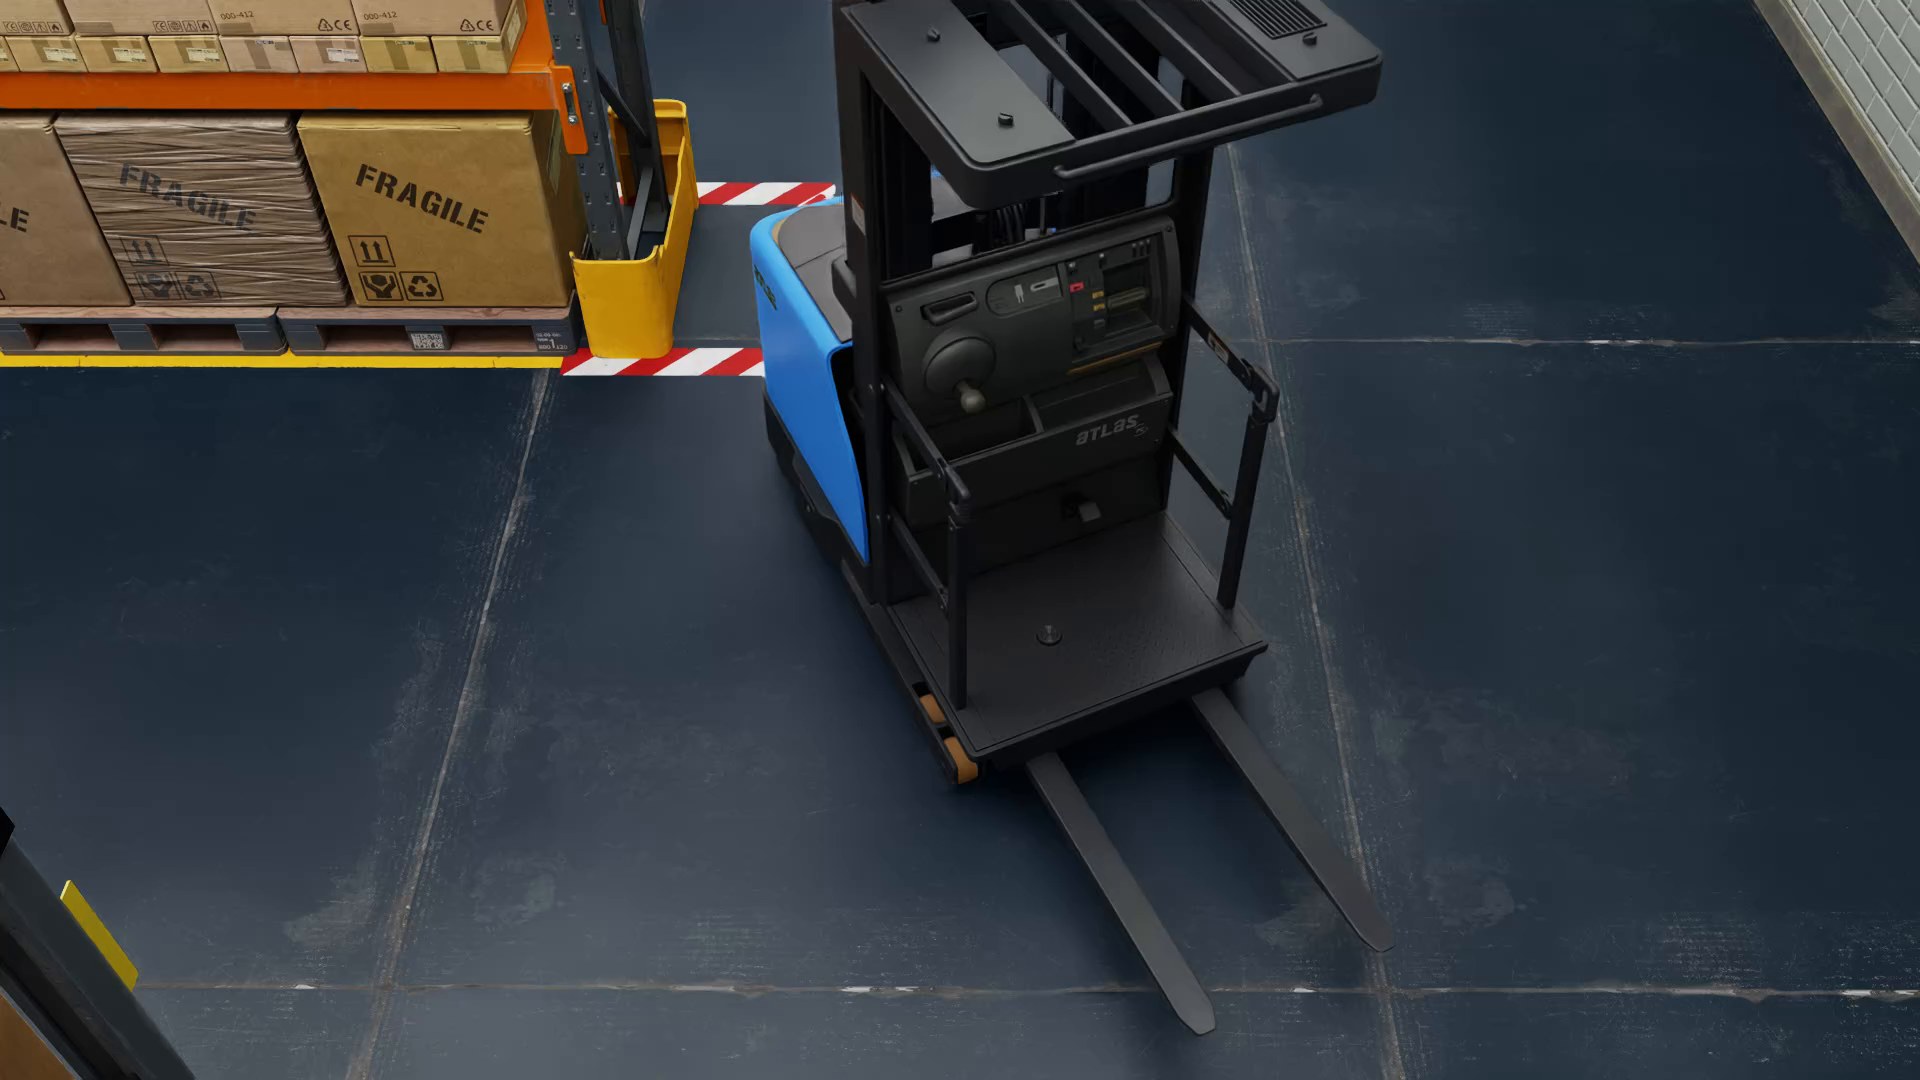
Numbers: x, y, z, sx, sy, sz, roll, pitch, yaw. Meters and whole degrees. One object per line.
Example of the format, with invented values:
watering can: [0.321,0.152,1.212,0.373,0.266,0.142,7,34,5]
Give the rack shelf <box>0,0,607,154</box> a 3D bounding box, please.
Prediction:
rack shelf: [-3.408,-1.970,6.526,4.000,0.370,1.077,0,47,0]

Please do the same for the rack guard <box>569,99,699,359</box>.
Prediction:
rack guard: [-1.384,-1.358,7.172,0.348,0.500,1.175,0,47,0]

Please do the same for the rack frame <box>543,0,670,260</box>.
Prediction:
rack frame: [-1.408,-2.210,6.257,0.127,3.000,1.000,0,47,0]

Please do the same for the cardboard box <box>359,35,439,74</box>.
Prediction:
cardboard box: [-2.025,-1.883,6.125,0.250,0.149,0.380,1,47,1]

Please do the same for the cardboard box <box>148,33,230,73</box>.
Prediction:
cardboard box: [-2.786,-1.886,6.128,0.250,0.149,0.380,-1,47,-1]

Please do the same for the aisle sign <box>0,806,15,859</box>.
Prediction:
aisle sign: [-1.453,0.316,2.131,0.004,0.787,0.394,0,47,0]

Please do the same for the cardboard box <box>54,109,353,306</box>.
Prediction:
cardboard box: [-2.958,-1.574,6.831,0.875,0.875,0.875,0,47,0]

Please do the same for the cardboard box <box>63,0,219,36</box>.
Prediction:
cardboard box: [-2.909,-2.070,6.027,0.500,0.250,0.500,-1,47,-1]

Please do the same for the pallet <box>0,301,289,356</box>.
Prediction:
pallet: [-3.424,-1.210,7.232,1.213,0.211,1.003,0,47,0]

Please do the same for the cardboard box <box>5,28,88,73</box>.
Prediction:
cardboard box: [-3.294,-1.888,6.130,0.250,0.149,0.380,1,47,1]

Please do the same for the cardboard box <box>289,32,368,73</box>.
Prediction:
cardboard box: [-2.277,-1.885,6.127,0.250,0.149,0.380,0,47,0]

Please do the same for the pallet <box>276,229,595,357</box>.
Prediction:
pallet: [-2.207,-1.204,7.227,1.213,0.211,1.003,0,47,0]

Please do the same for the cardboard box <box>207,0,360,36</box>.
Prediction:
cardboard box: [-2.400,-2.069,6.026,0.500,0.250,0.500,-1,47,-1]

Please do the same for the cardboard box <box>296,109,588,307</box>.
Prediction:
cardboard box: [-2.048,-1.572,6.829,0.875,0.875,0.875,0,47,0]

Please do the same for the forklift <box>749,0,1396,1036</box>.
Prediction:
forklift: [0.327,-0.564,4.773,1.130,2.935,3.031,-19,50,-17]

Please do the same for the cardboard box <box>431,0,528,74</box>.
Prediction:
cardboard box: [-1.765,-1.884,6.126,0.250,0.149,0.380,1,47,1]

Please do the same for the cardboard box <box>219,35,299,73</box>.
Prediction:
cardboard box: [-2.527,-1.886,6.128,0.250,0.149,0.380,1,47,1]

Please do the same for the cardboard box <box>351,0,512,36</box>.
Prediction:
cardboard box: [-1.893,-2.067,6.024,0.500,0.250,0.500,-1,47,0]

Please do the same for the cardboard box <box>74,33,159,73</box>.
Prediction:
cardboard box: [-3.046,-1.886,6.128,0.250,0.149,0.380,0,47,0]

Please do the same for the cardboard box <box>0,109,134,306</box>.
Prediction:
cardboard box: [-3.848,-1.577,6.833,0.875,0.875,0.875,0,47,0]

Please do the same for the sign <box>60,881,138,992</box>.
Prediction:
sign: [-1.525,0.729,2.931,0.005,0.325,0.100,0,47,0]

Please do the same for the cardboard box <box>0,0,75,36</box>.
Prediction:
cardboard box: [-3.430,-2.068,6.025,0.500,0.250,0.500,0,47,0]

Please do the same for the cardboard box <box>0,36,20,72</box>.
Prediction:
cardboard box: [-3.554,-1.888,6.129,0.250,0.149,0.380,-1,47,-1]
